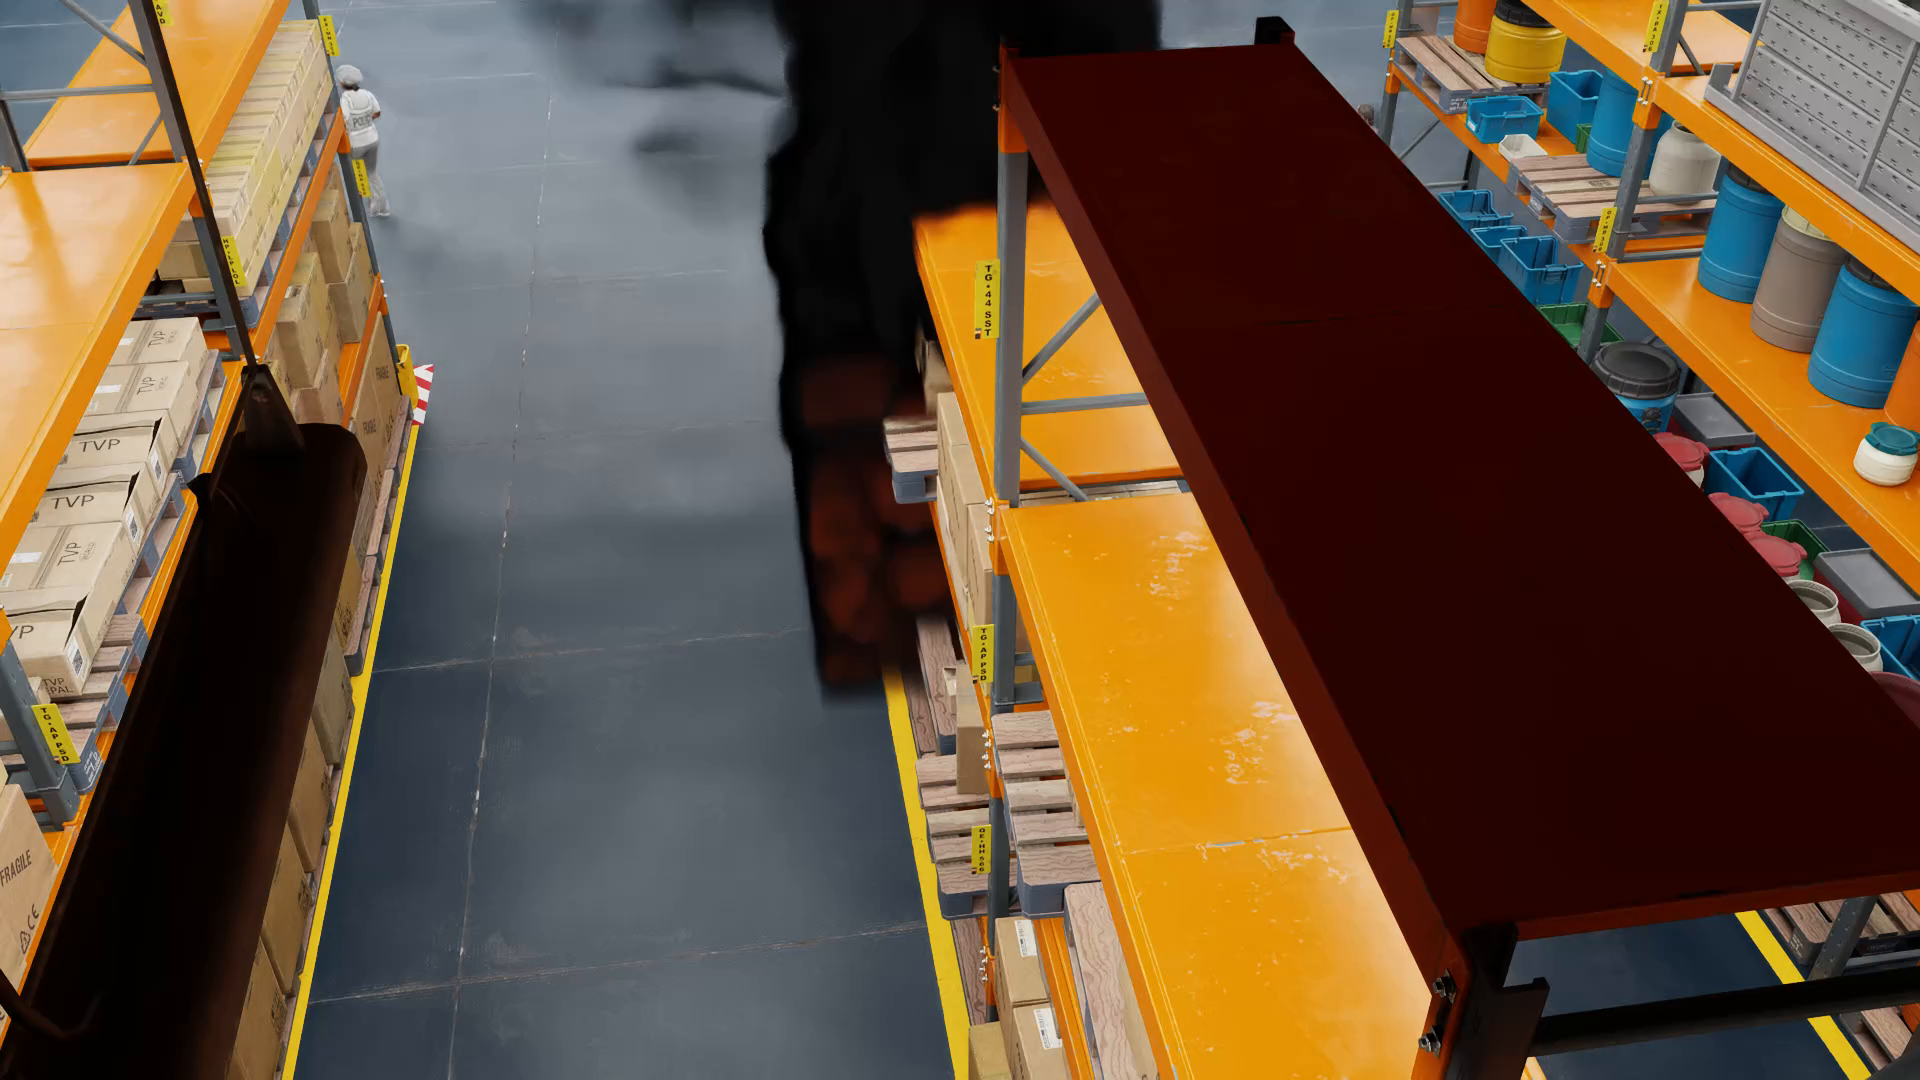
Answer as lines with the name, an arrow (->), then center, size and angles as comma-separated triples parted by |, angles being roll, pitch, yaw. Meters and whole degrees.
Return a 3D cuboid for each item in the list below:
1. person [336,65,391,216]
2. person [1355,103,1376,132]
person -> -6.481, -4.286, 17.880 | 0.537, 1.671, 0.624 | 22, 42, 27
person -> 4.026, -3.636, 17.039 | 0.708, 1.678, 0.622 | 19, 40, 24
